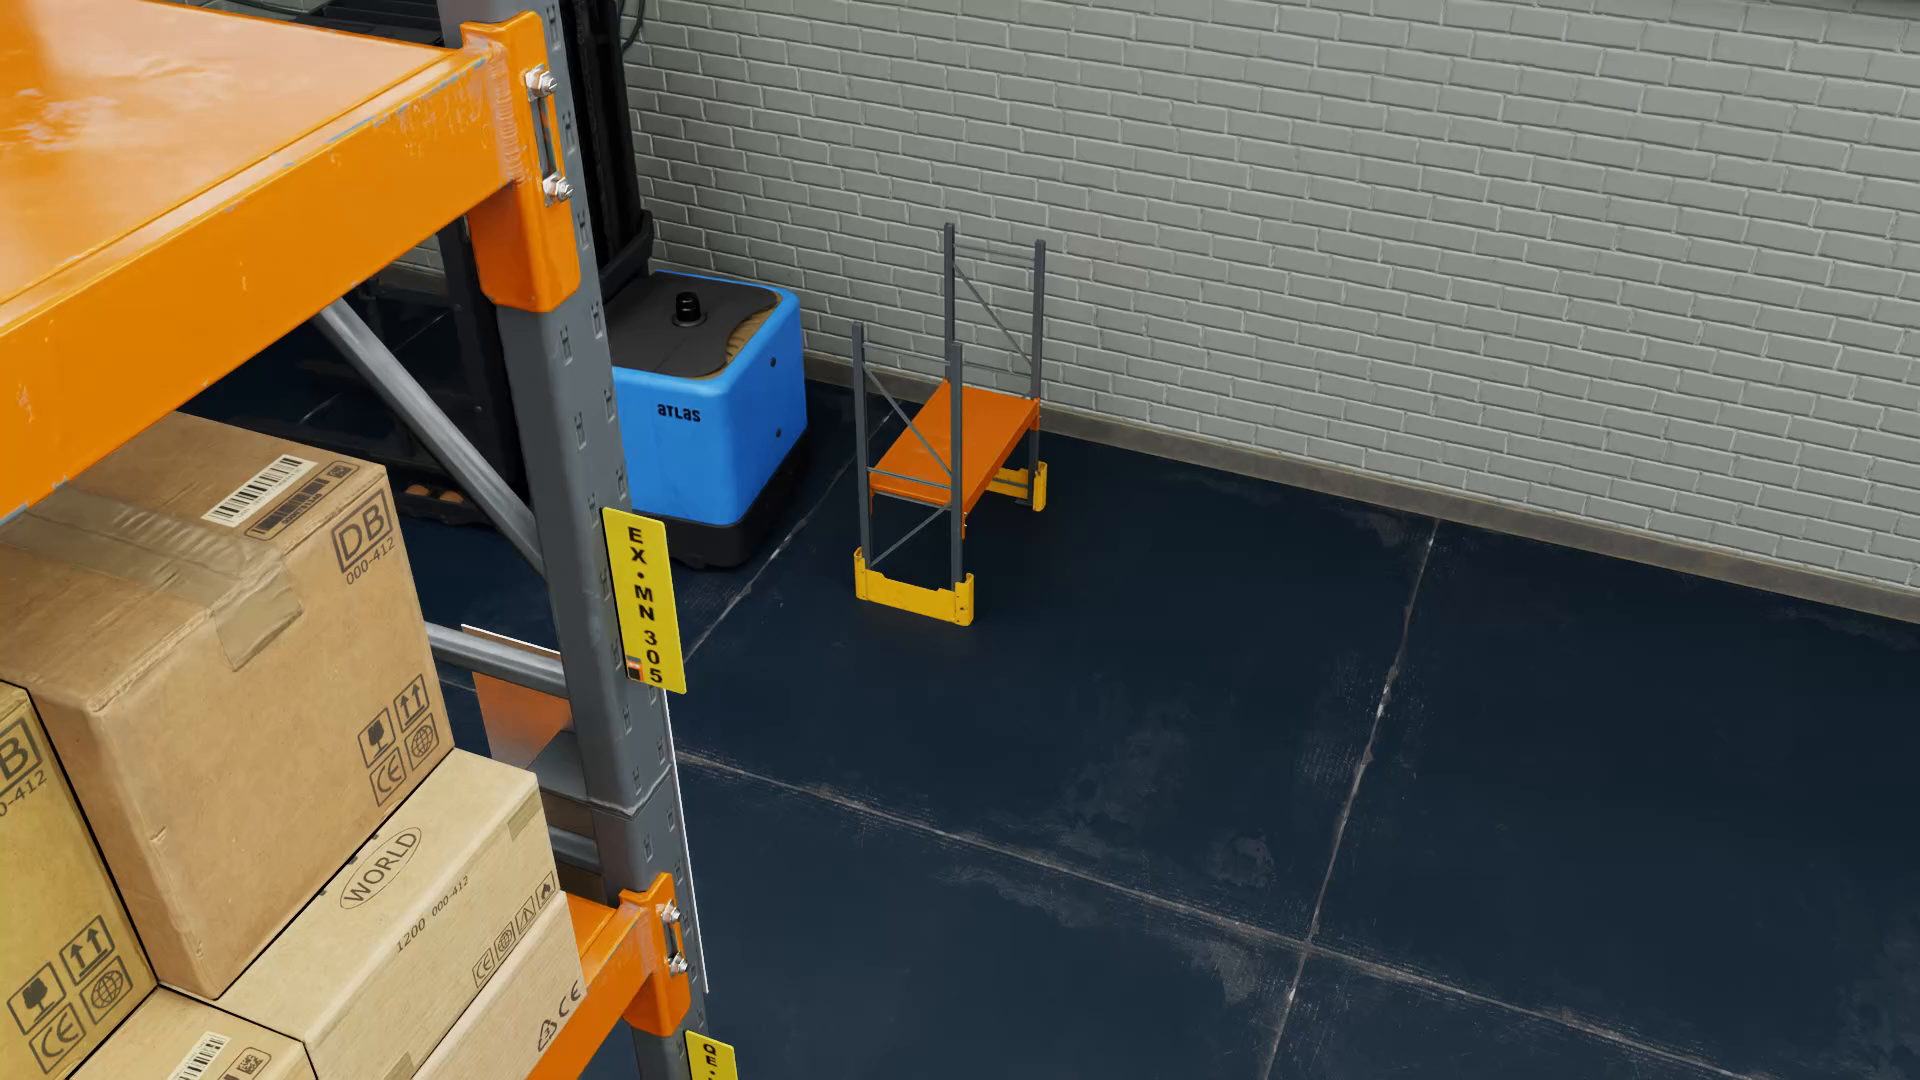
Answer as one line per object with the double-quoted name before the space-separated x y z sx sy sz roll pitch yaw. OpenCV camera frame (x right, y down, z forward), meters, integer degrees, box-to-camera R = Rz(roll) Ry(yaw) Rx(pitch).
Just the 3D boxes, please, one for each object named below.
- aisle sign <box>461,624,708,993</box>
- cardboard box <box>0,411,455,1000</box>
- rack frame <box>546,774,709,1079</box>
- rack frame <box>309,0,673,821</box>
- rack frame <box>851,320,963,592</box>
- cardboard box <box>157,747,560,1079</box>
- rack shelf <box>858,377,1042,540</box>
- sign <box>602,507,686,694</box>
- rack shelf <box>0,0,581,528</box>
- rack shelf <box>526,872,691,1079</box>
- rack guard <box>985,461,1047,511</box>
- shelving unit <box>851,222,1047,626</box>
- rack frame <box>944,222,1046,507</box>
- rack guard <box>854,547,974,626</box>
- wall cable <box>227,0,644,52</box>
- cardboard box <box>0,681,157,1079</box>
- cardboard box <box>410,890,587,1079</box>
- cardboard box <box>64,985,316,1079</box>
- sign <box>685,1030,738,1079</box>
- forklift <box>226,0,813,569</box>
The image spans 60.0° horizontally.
"aisle sign" -0.664 0.504 3.000 0.394 0.787 0.004 14 39 18
"cardboard box" -1.154 0.160 2.208 0.700 0.500 0.500 14 39 18
"rack frame" -0.973 1.513 3.821 1.000 3.000 0.127 14 39 18
"rack frame" -0.973 -0.890 2.025 1.000 3.000 0.127 14 39 18
"rack frame" -0.226 -0.272 7.463 0.500 1.500 0.032 14 39 18
"cardboard box" -0.933 0.514 2.360 0.500 0.250 0.500 14 39 18
"rack shelf" -0.032 -0.409 7.947 0.538 0.185 1.000 14 39 18
"sign" -0.468 0.095 2.474 0.100 0.325 0.005 14 39 18
"rack shelf" -1.734 0.507 0.760 1.077 0.370 4.000 14 39 18
"rack shelf" -1.734 1.707 1.657 1.077 0.370 4.000 14 39 18
"rack guard" 0.160 -0.334 8.589 0.587 0.250 0.087 14 39 18
"shelving unit" -0.029 -0.559 7.846 0.587 1.500 1.083 14 39 18
"rack frame" 0.161 -0.835 8.216 0.500 1.500 0.032 14 39 18
"rack guard" -0.219 0.218 7.851 0.587 0.250 0.087 14 39 18
"wall cable" -3.073 -3.822 8.542 3.097 2.526 0.112 14 39 18
"cardboard box" -1.422 0.417 1.864 0.700 0.500 0.500 14 39 18
"cardboard box" -0.925 0.717 2.507 0.500 0.250 0.500 14 39 18
"cardboard box" -1.123 0.791 1.990 0.500 0.250 0.500 14 39 18
"sign" -0.468 1.061 3.196 0.100 0.325 0.005 14 39 18
"forklift" -2.352 -1.541 7.966 3.031 2.935 1.130 11 38 14
